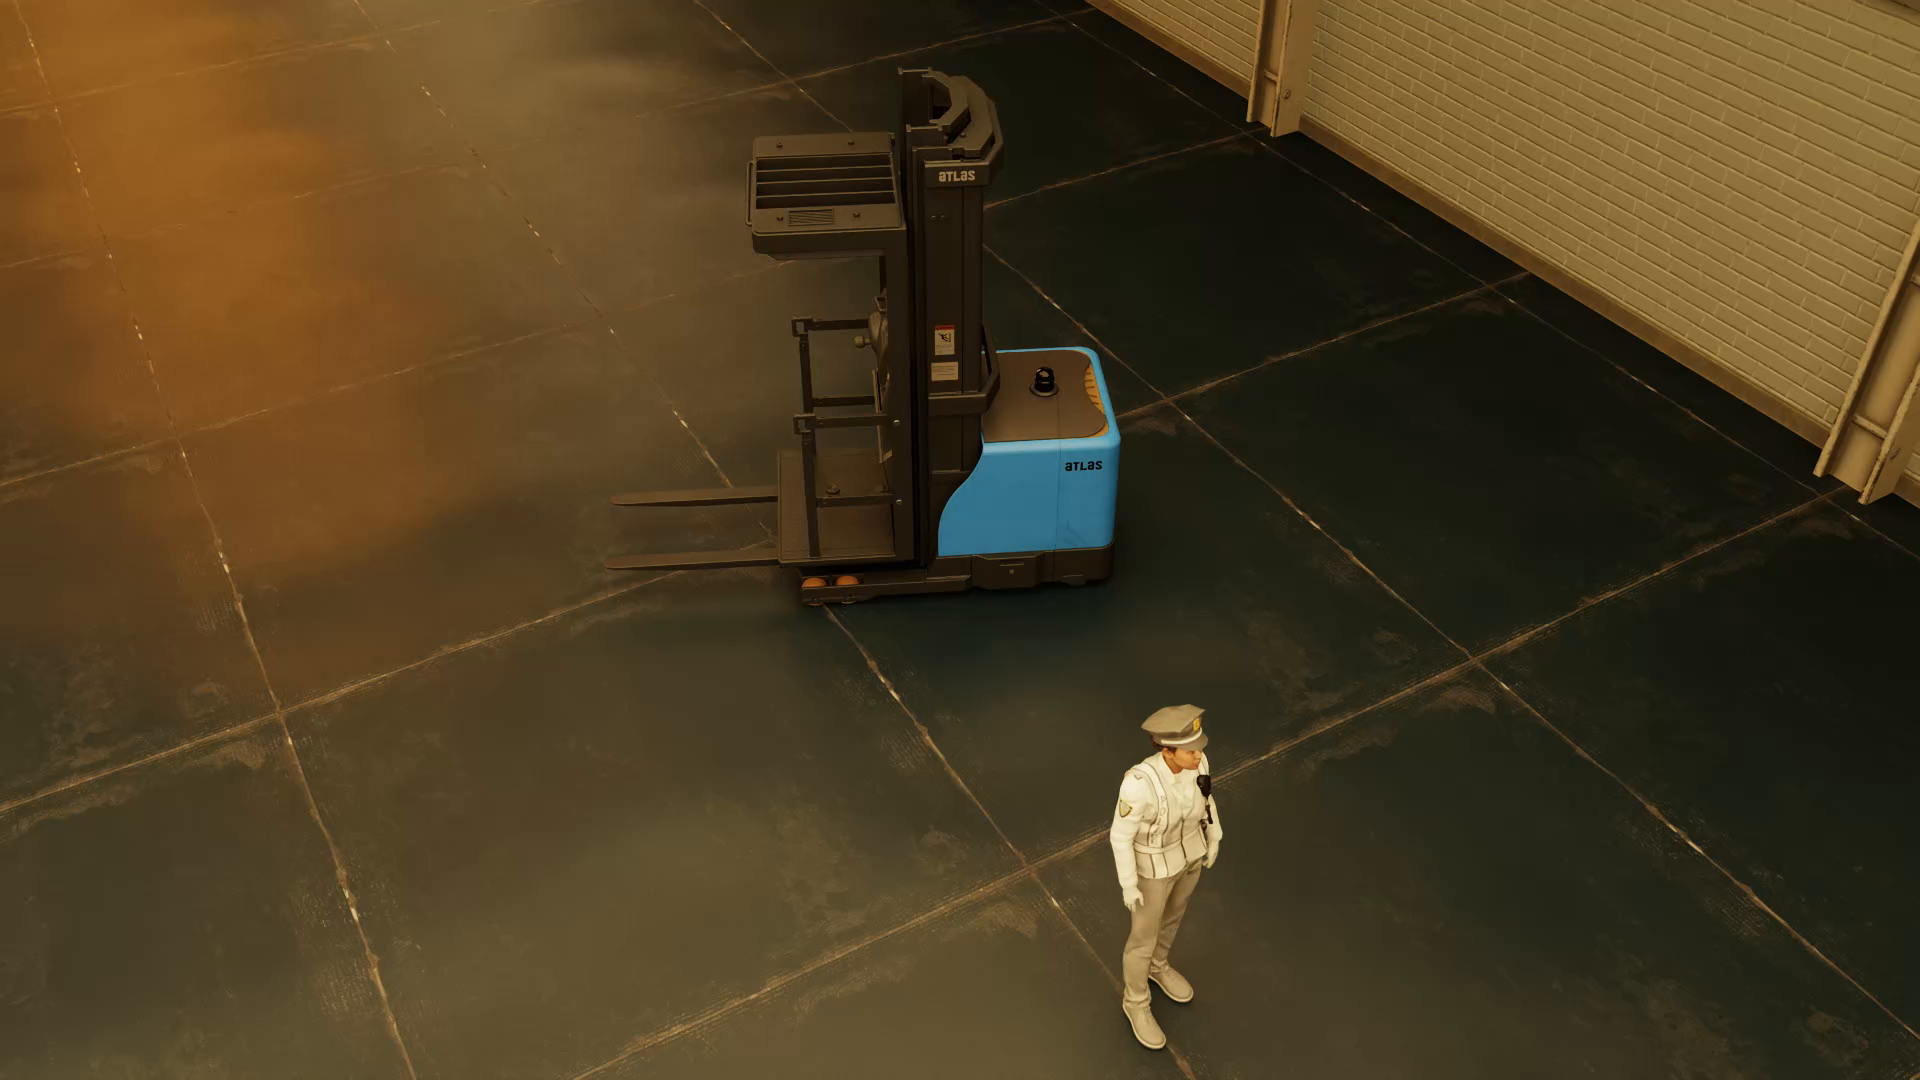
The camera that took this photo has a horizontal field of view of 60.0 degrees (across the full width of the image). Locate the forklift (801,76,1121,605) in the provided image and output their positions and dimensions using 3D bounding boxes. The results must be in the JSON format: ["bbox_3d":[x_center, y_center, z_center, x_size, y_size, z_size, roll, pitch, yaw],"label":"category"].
[{"bbox_3d":[-0.078,-1.099,9.411,1.939,2.867,1.129,-3,40,-4],"label":"forklift"}]

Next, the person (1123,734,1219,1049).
[{"bbox_3d":[0.945,1.459,7.267,0.569,1.652,0.501,-26,46,-28],"label":"person"}]
